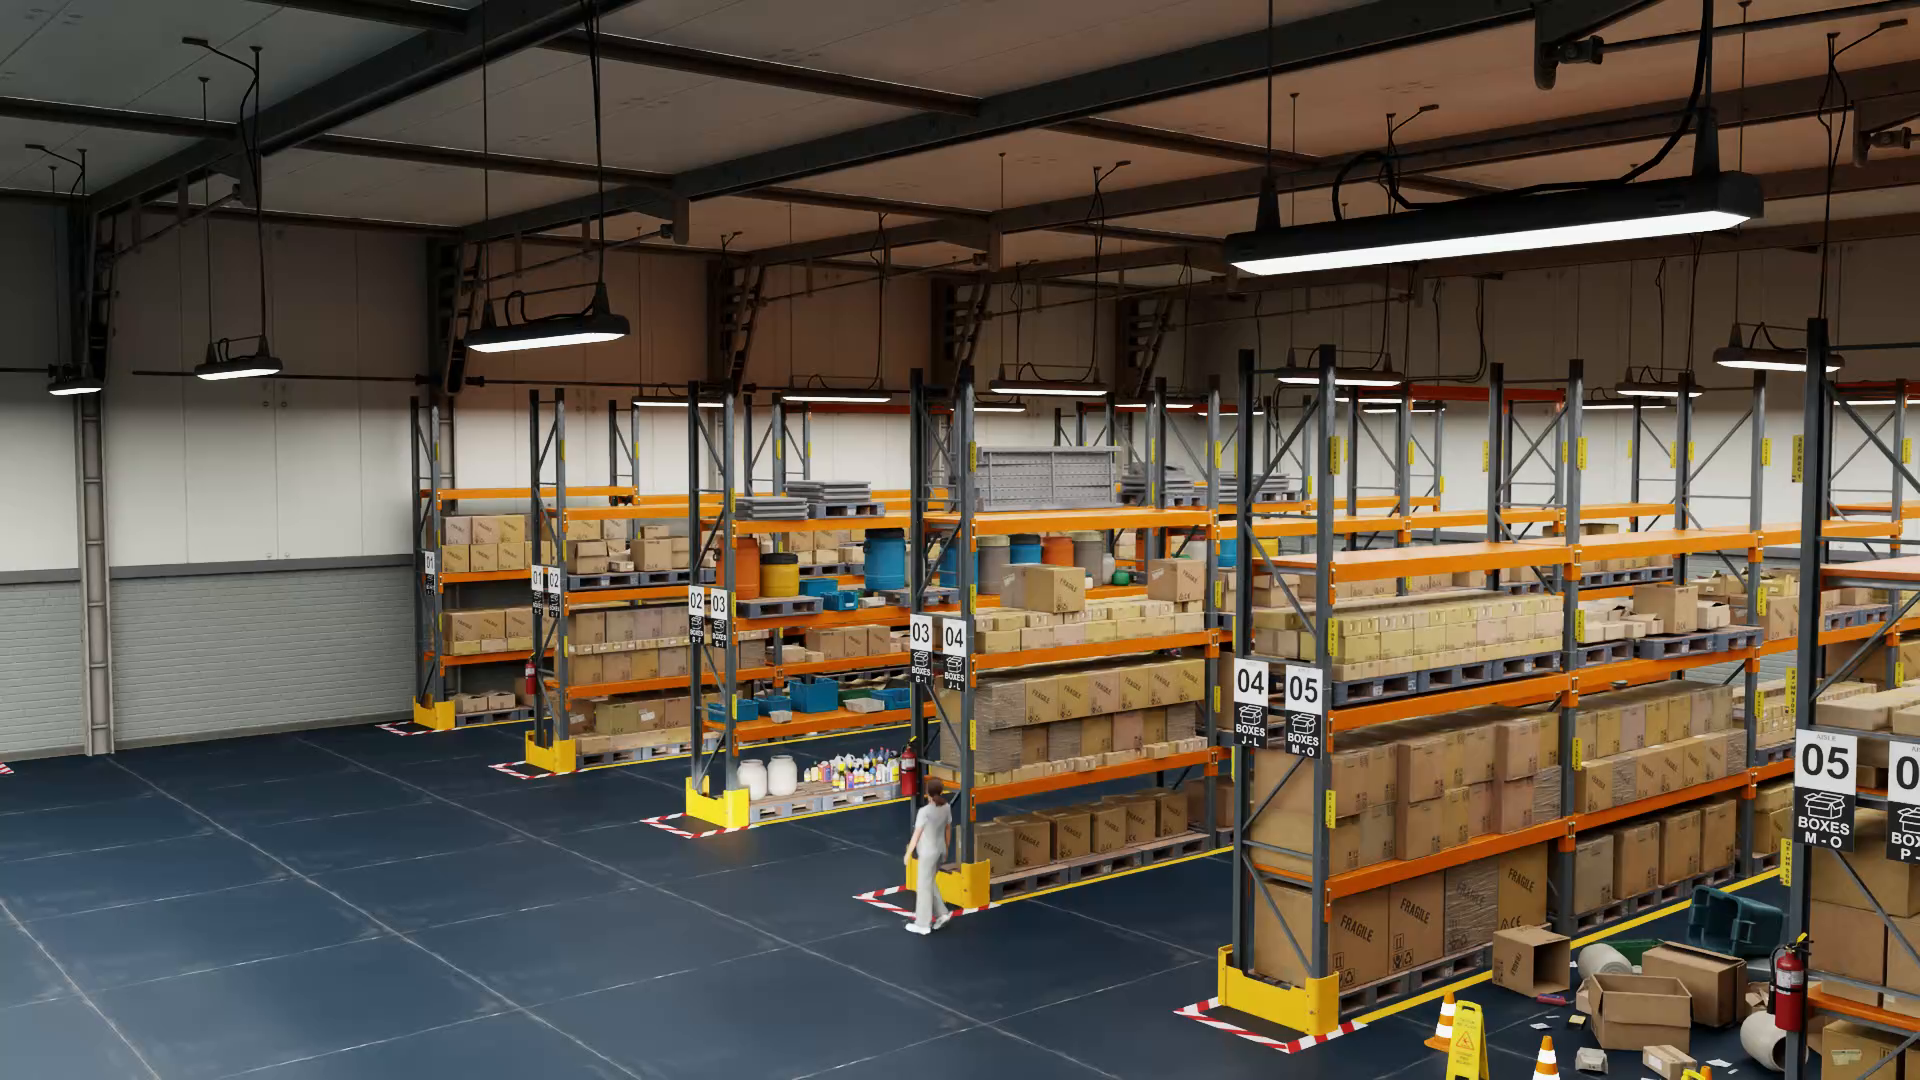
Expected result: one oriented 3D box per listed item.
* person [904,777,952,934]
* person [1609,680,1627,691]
[{"bbox_3d":[-0.345,3.314,17.475,0.499,1.688,0.486,2,4,29],"label":"person"},{"bbox_3d":[9.716,2.877,24.731,0.514,1.676,0.379,-1,4,-21],"label":"person"}]
